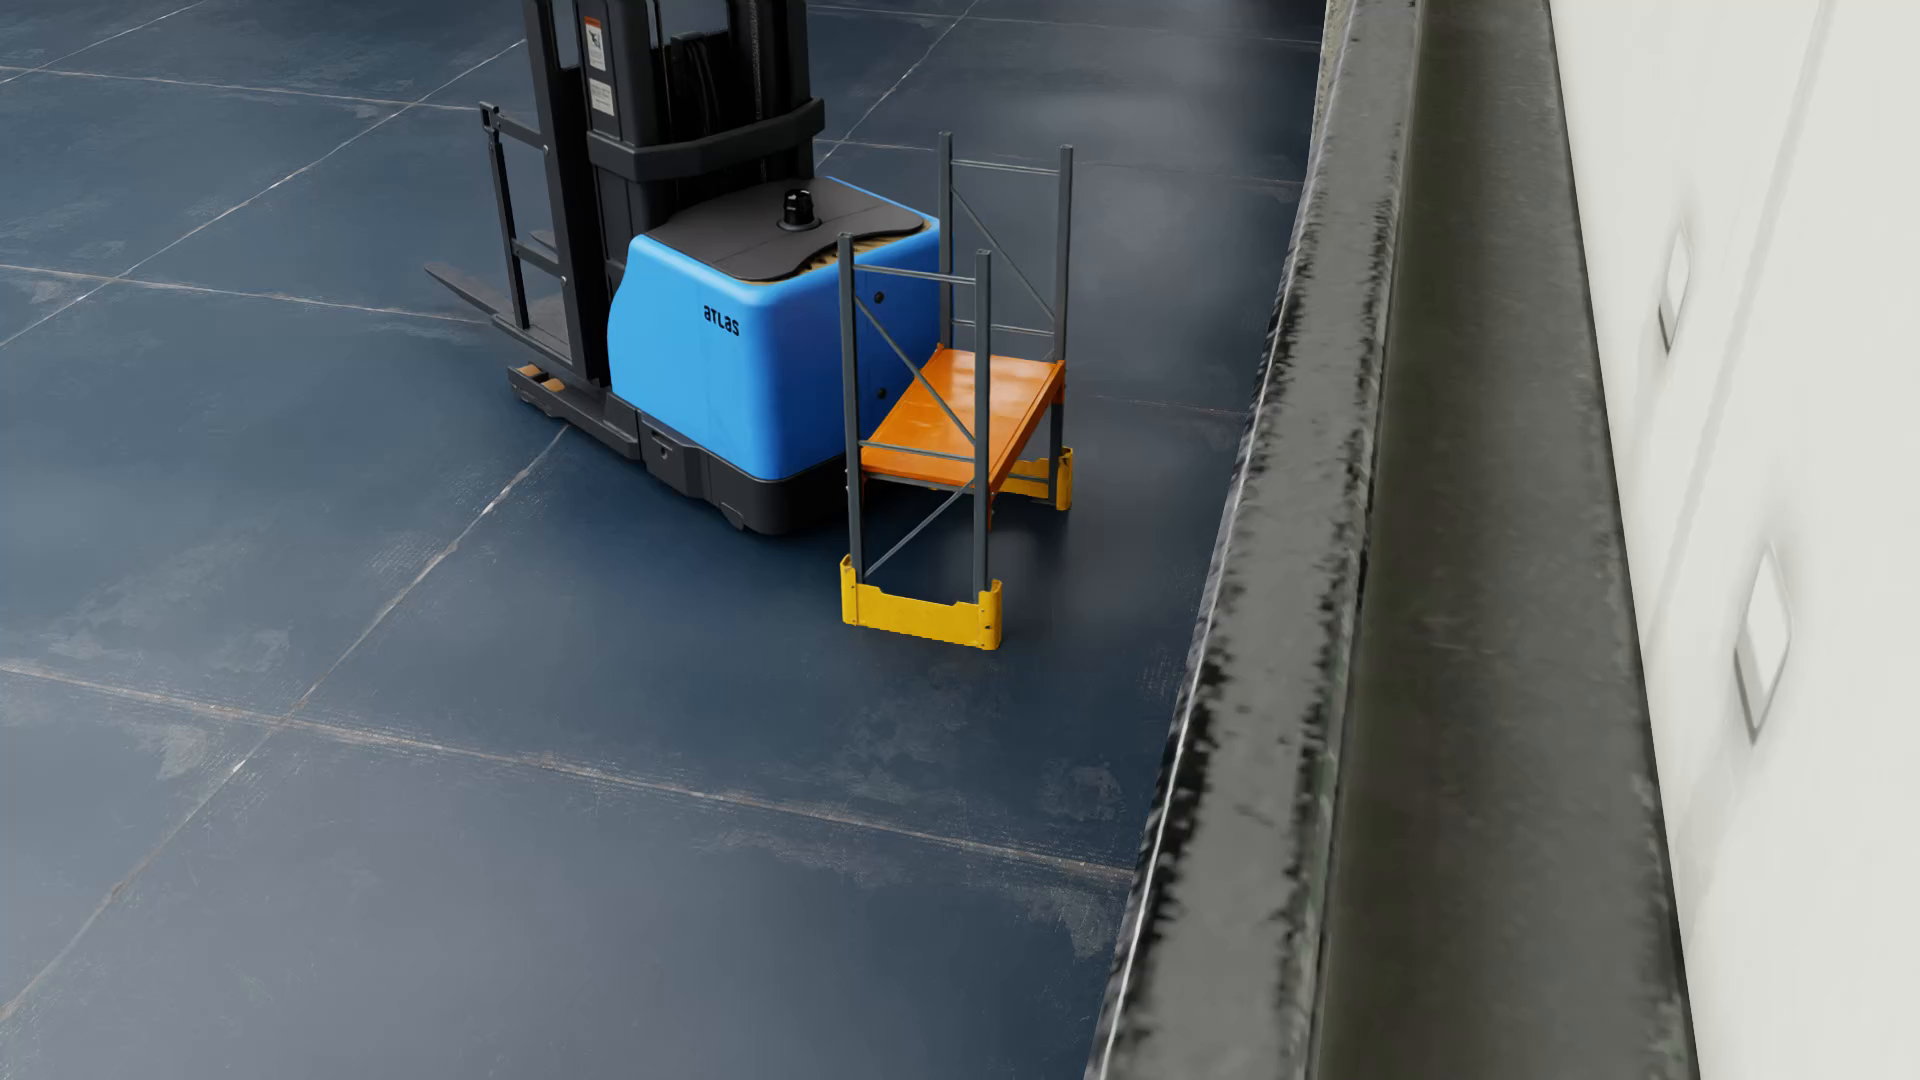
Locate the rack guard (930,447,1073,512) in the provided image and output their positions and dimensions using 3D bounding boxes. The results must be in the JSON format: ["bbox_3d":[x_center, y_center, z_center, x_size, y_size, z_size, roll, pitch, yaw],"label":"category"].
[{"bbox_3d":[0.164,-0.286,6.747,0.587,0.250,0.087,10,34,15],"label":"rack guard"}]

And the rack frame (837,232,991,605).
[{"bbox_3d":[-0.145,-0.295,5.596,0.500,1.500,0.032,10,34,15],"label":"rack frame"}]

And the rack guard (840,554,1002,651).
[{"bbox_3d":[-0.139,0.223,5.947,0.587,0.250,0.087,10,34,15],"label":"rack guard"}]

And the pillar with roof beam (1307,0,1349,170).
[{"bbox_3d":[-3.228,-3.330,3.381,9.100,9.000,0.400,8,33,12],"label":"pillar with roof beam"}]

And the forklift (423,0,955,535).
[{"bbox_3d":[-1.386,-1.952,6.869,1.130,2.935,3.031,-27,41,-36],"label":"forklift"}]

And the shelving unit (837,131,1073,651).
[{"bbox_3d":[0.012,-0.559,6.012,0.587,1.500,1.083,10,34,15],"label":"shelving unit"}]

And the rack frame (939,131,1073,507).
[{"bbox_3d":[0.164,-0.814,6.413,0.500,1.500,0.032,10,34,15],"label":"rack frame"}]

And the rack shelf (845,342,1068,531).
[{"bbox_3d":[0.010,-0.403,6.101,0.538,0.185,1.000,10,34,15],"label":"rack shelf"}]
